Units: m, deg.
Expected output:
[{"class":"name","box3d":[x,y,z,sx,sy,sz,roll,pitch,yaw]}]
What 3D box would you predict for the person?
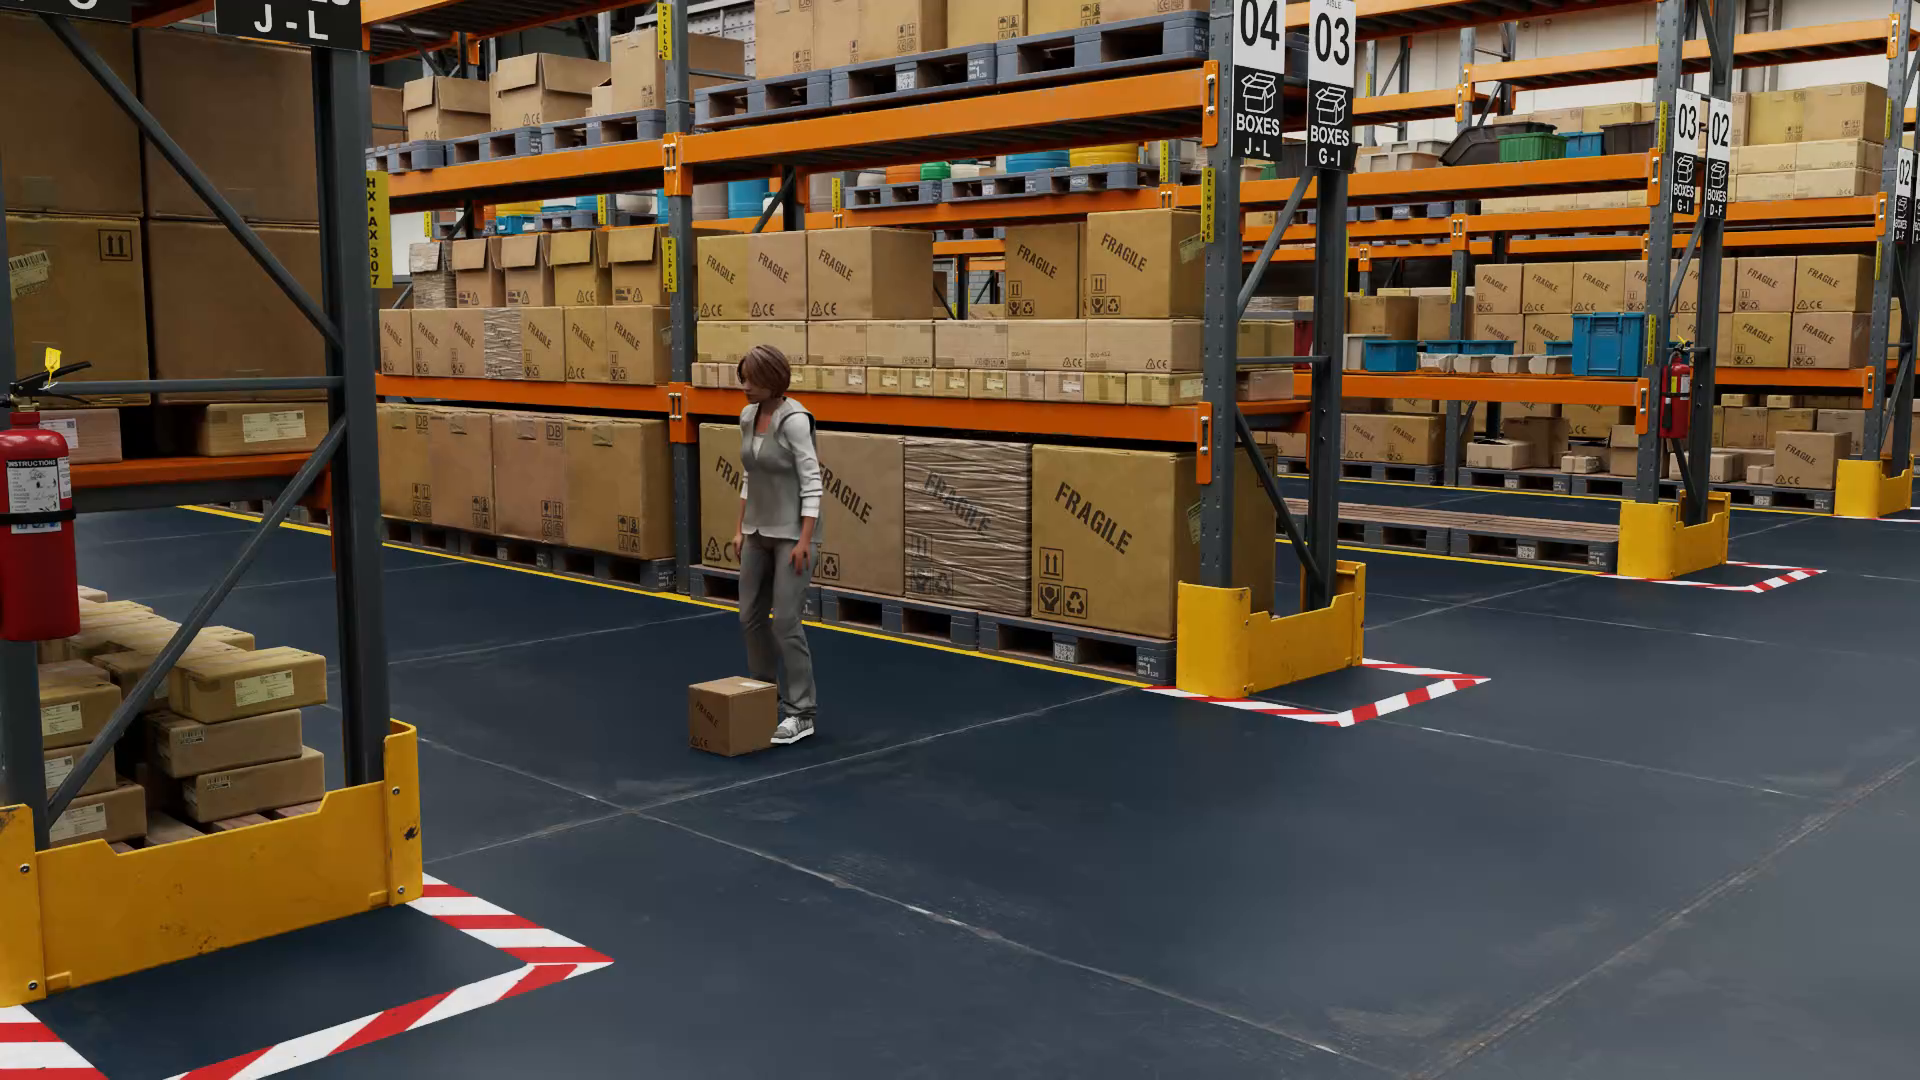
[{"class":"person","box3d":[-0.746,0.131,6.740,0.459,1.351,0.323,7,10,43]}]
